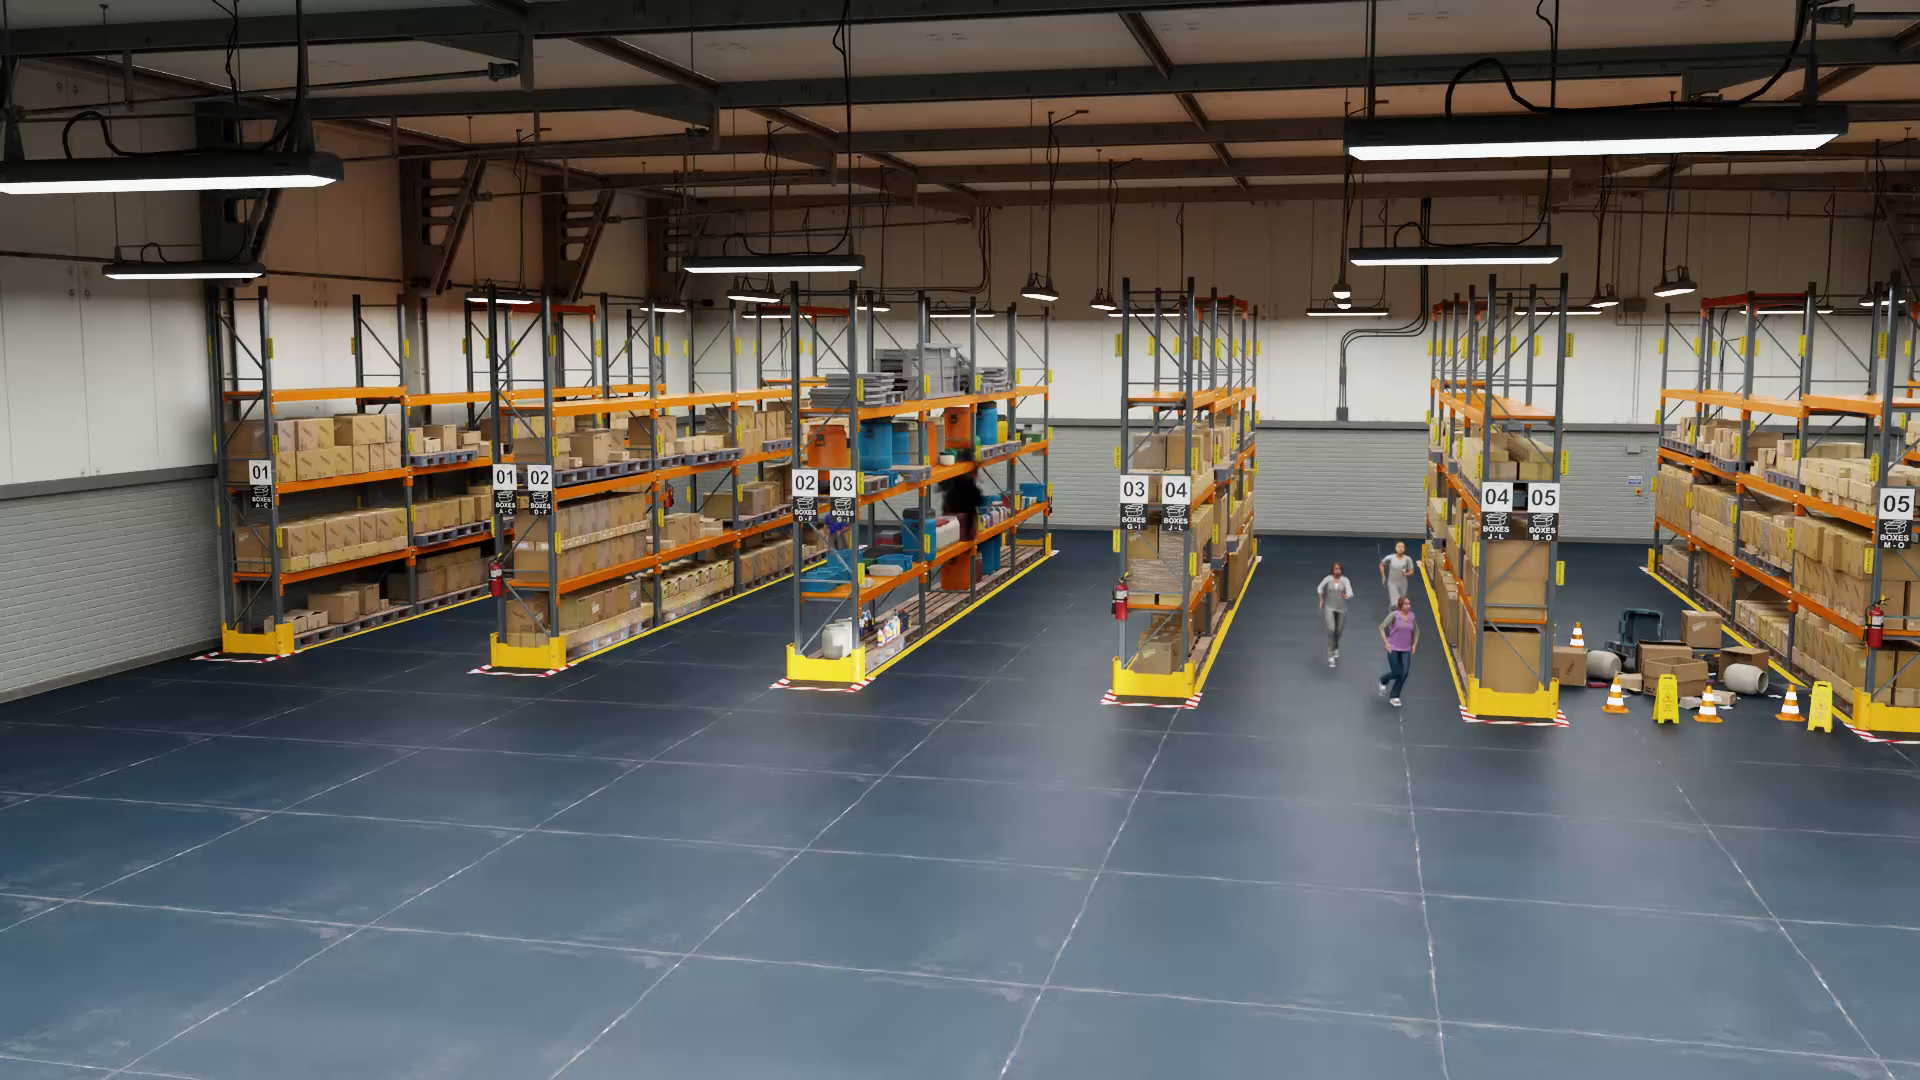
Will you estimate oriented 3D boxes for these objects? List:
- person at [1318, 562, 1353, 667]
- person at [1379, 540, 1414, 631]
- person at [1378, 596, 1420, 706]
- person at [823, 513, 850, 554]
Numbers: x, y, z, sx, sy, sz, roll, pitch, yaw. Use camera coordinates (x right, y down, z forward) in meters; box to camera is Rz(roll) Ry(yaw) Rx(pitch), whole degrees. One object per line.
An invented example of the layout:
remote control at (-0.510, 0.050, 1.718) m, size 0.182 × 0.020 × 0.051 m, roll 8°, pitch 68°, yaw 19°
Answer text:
person at (5.983, 1.117, 26.526) m, size 0.516 × 1.560 × 0.743 m, roll 0°, pitch 7°, yaw 3°
person at (7.675, 0.821, 29.168) m, size 0.552 × 1.639 × 0.613 m, roll 0°, pitch 7°, yaw 3°
person at (6.188, 1.543, 23.495) m, size 0.589 × 1.561 × 0.504 m, roll -1°, pitch 7°, yaw -12°
person at (-2.535, 0.010, 33.918) m, size 0.574 × 1.630 × 0.562 m, roll 0°, pitch 7°, yaw 3°
